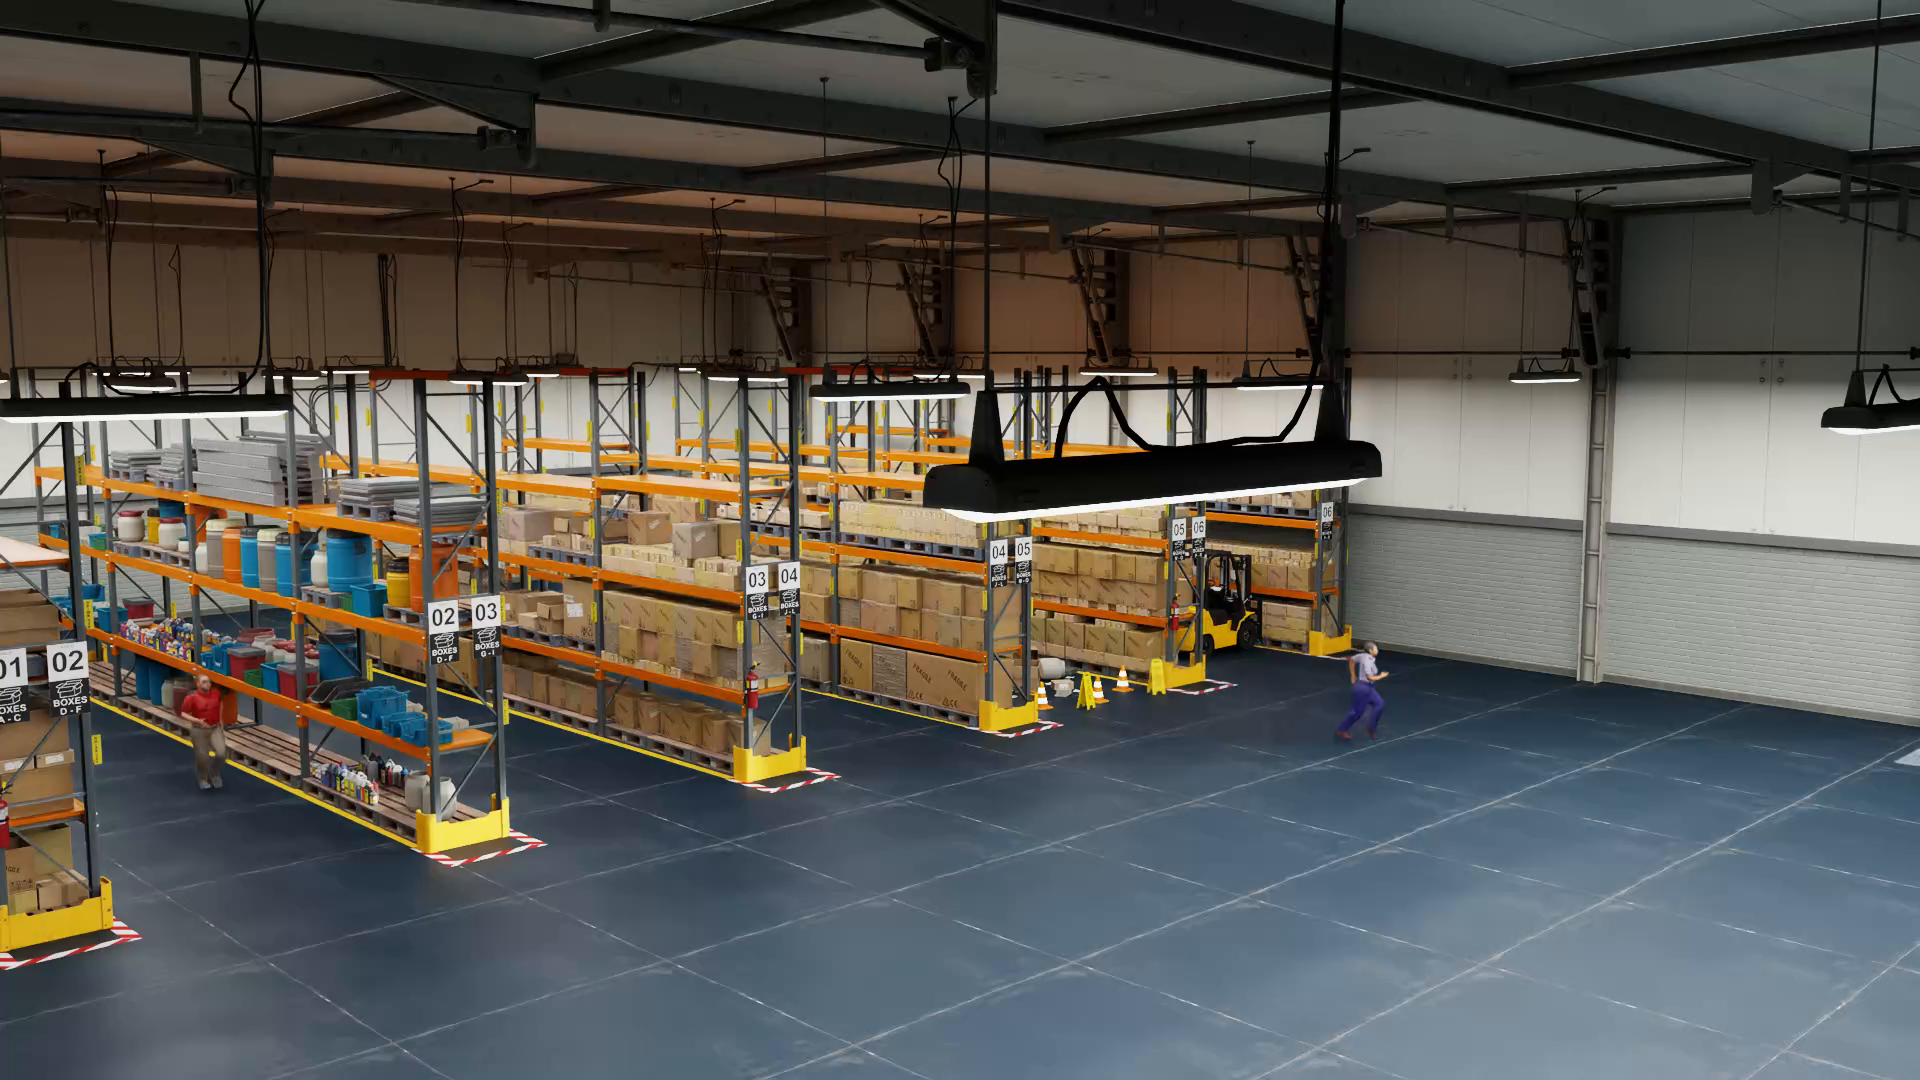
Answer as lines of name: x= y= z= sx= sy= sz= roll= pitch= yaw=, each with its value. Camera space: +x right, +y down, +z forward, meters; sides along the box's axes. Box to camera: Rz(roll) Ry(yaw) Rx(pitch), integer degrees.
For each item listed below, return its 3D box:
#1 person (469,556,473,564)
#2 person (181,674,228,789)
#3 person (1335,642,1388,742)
person: x=-11.642 y=1.071 z=39.825 sx=0.707 sy=1.605 sz=0.497 roll=3 pitch=7 yaw=25
person: x=-10.858 y=2.791 z=23.989 sx=0.643 sy=1.709 sz=0.662 roll=6 pitch=9 yaw=44
person: x=6.540 y=2.477 z=27.056 sx=0.815 sy=1.671 sz=0.627 roll=1 pitch=7 yaw=10
